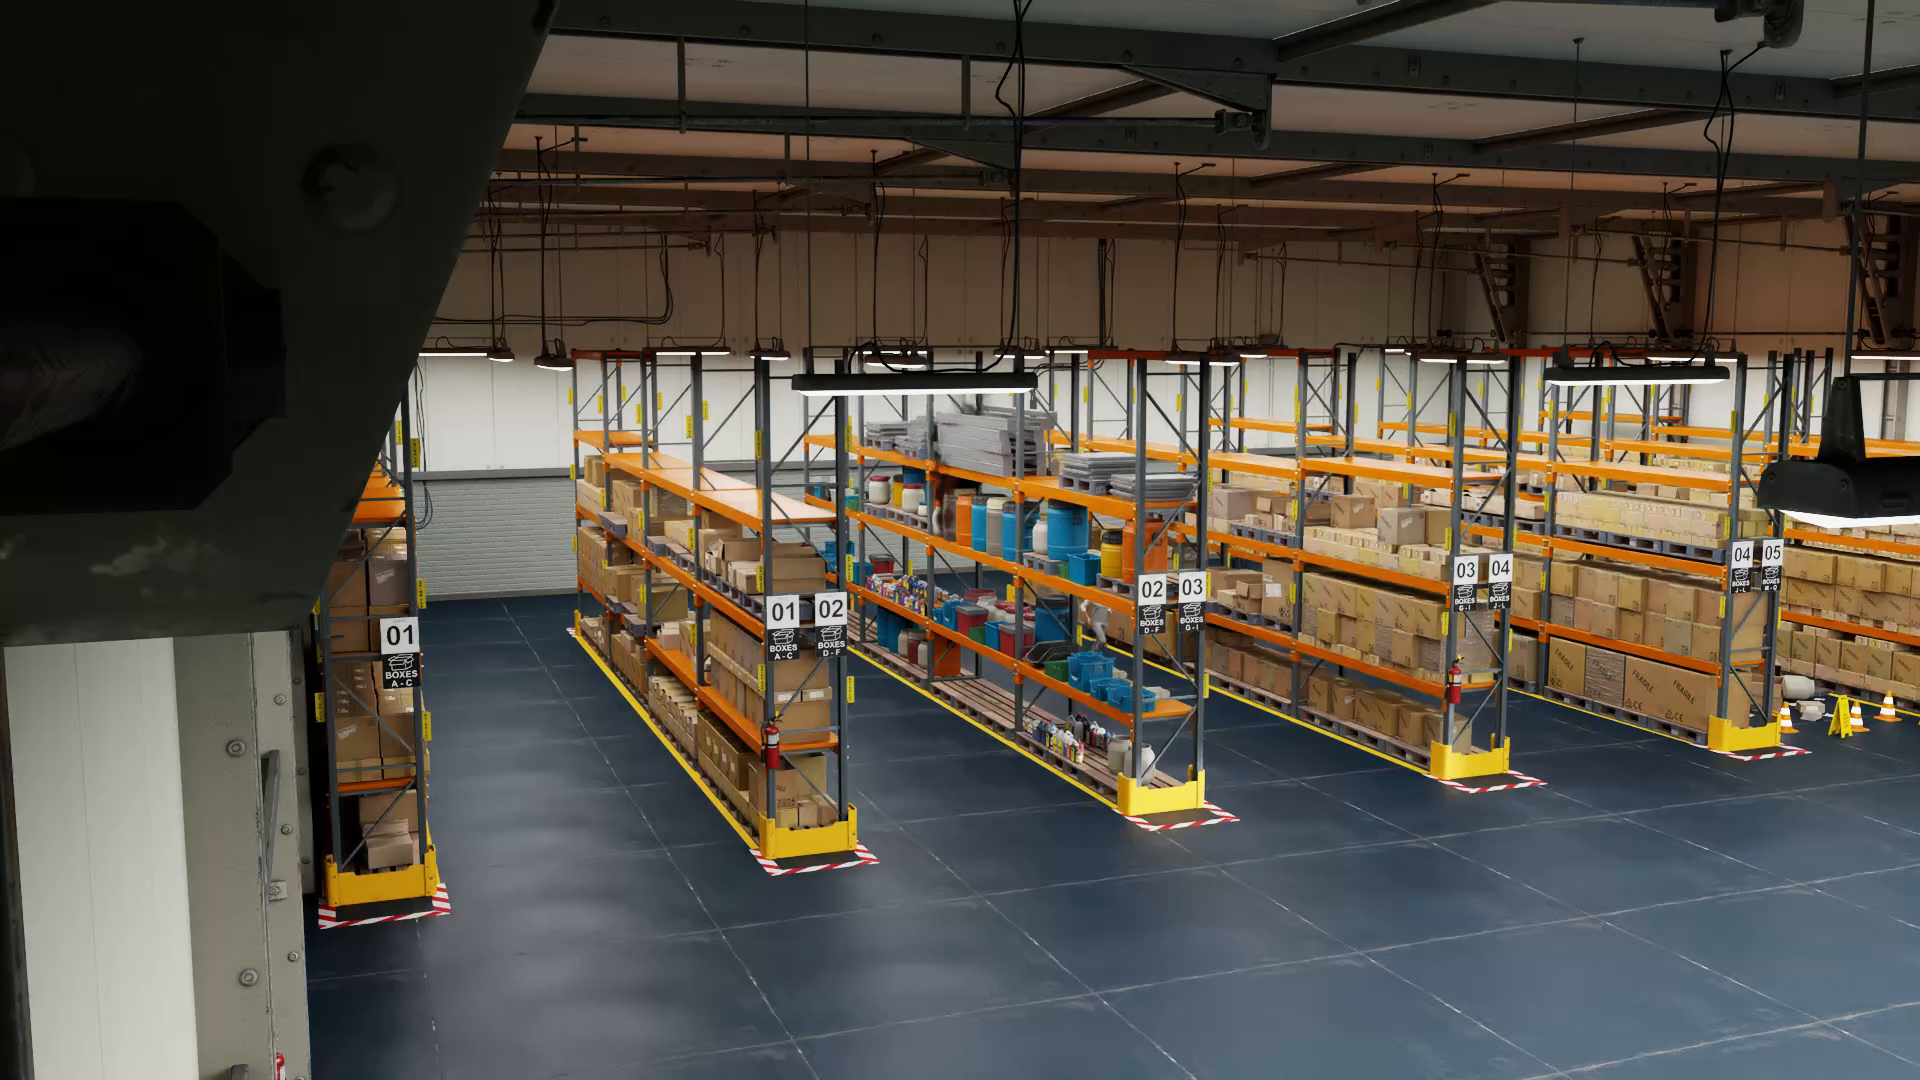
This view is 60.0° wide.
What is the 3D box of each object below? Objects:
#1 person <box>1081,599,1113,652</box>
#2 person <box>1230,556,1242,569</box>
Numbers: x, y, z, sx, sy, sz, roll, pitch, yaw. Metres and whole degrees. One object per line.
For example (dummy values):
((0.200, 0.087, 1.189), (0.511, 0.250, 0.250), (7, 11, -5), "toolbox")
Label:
((2.511, 1.551, 29.839), (0.506, 1.631, 0.646), (-5, 9, -35), "person")
((6.937, 0.414, 41.394), (0.752, 1.590, 0.555), (3, 8, 24), "person")
